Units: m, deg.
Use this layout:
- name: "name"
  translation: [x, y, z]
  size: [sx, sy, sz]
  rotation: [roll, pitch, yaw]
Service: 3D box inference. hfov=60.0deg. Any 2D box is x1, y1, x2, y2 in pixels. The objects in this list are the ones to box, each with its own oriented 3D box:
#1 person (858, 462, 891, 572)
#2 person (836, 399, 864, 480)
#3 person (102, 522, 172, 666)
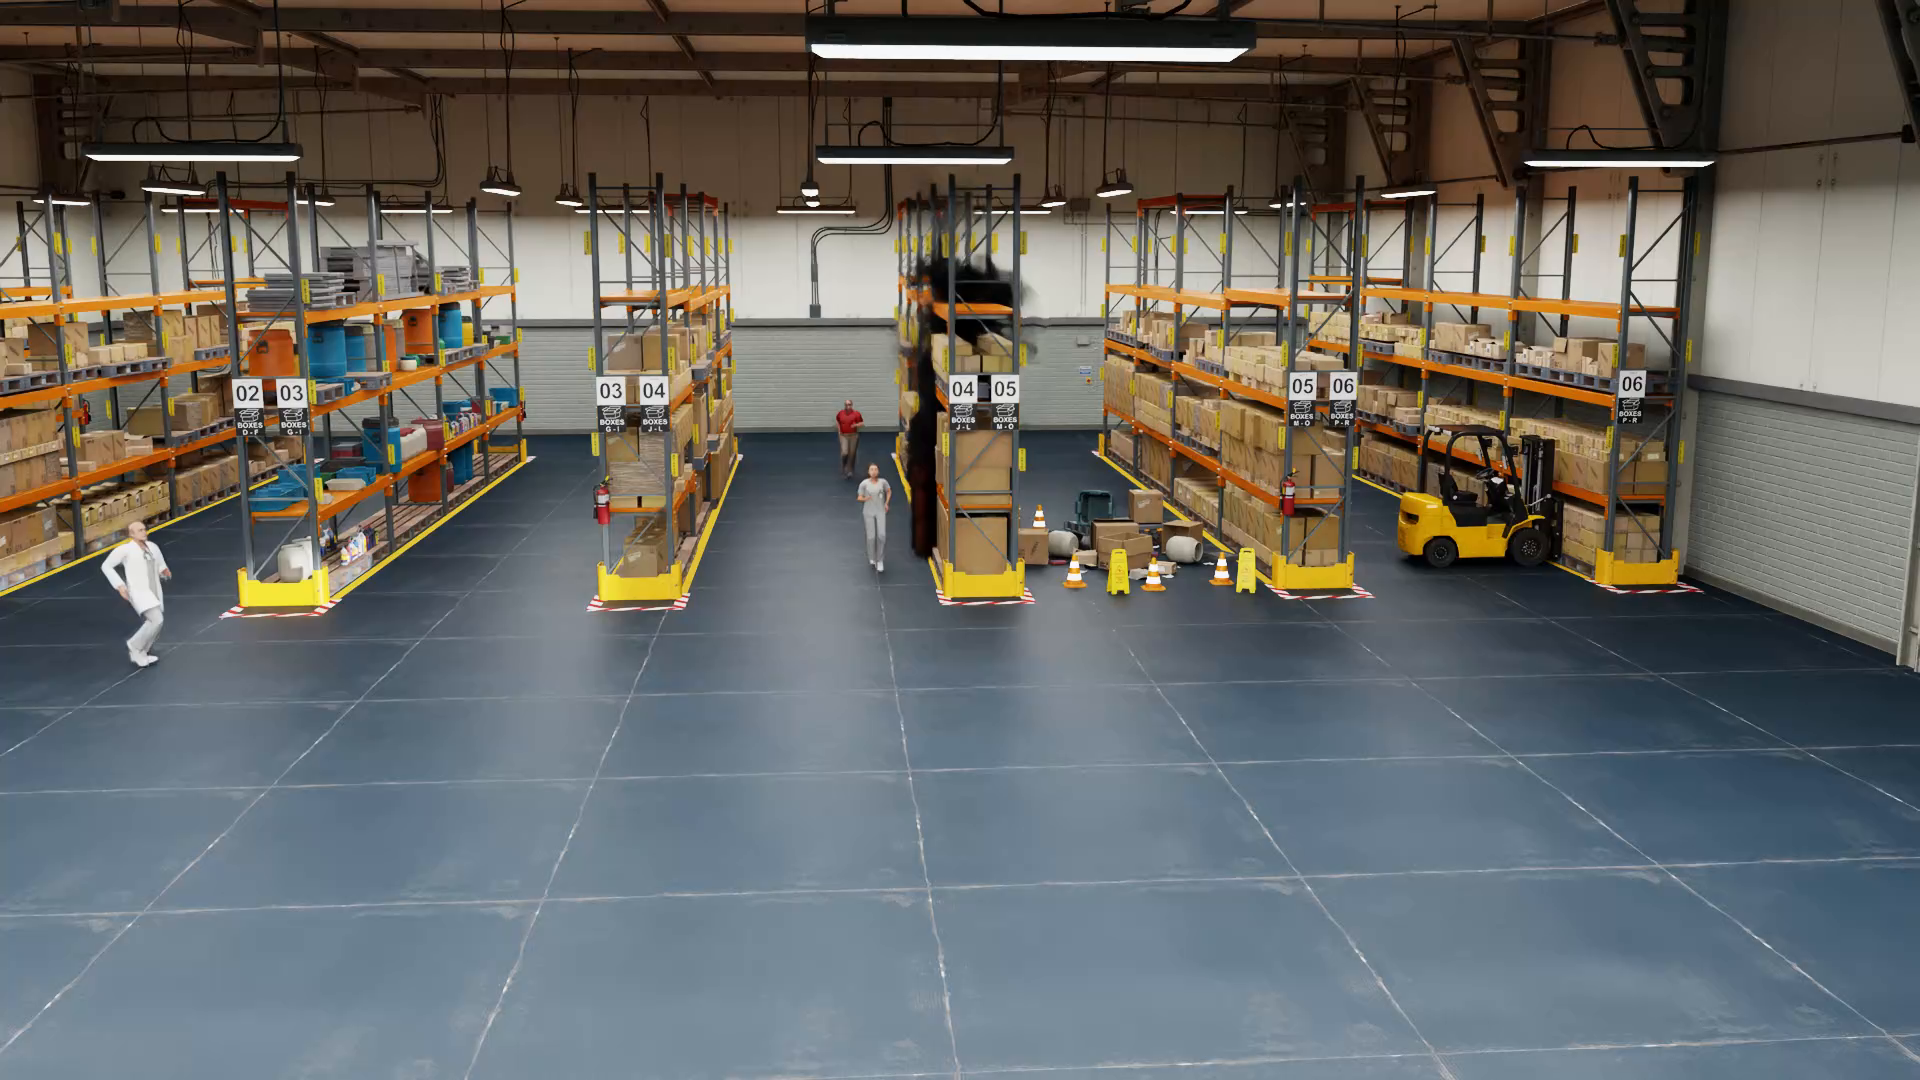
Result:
- name: "person"
  translation: [-1.328, -0.366, 25.978]
  size: [0.544, 1.705, 0.691]
  rotation: [-1, 10, -6]
- name: "person"
  translation: [-2.404, -2.167, 36.171]
  size: [0.626, 1.784, 0.736]
  rotation: [0, 10, -1]
- name: "person"
  translation: [-9.752, 0.646, 19.943]
  size: [0.695, 1.741, 0.693]
  rotation: [3, 10, 17]
